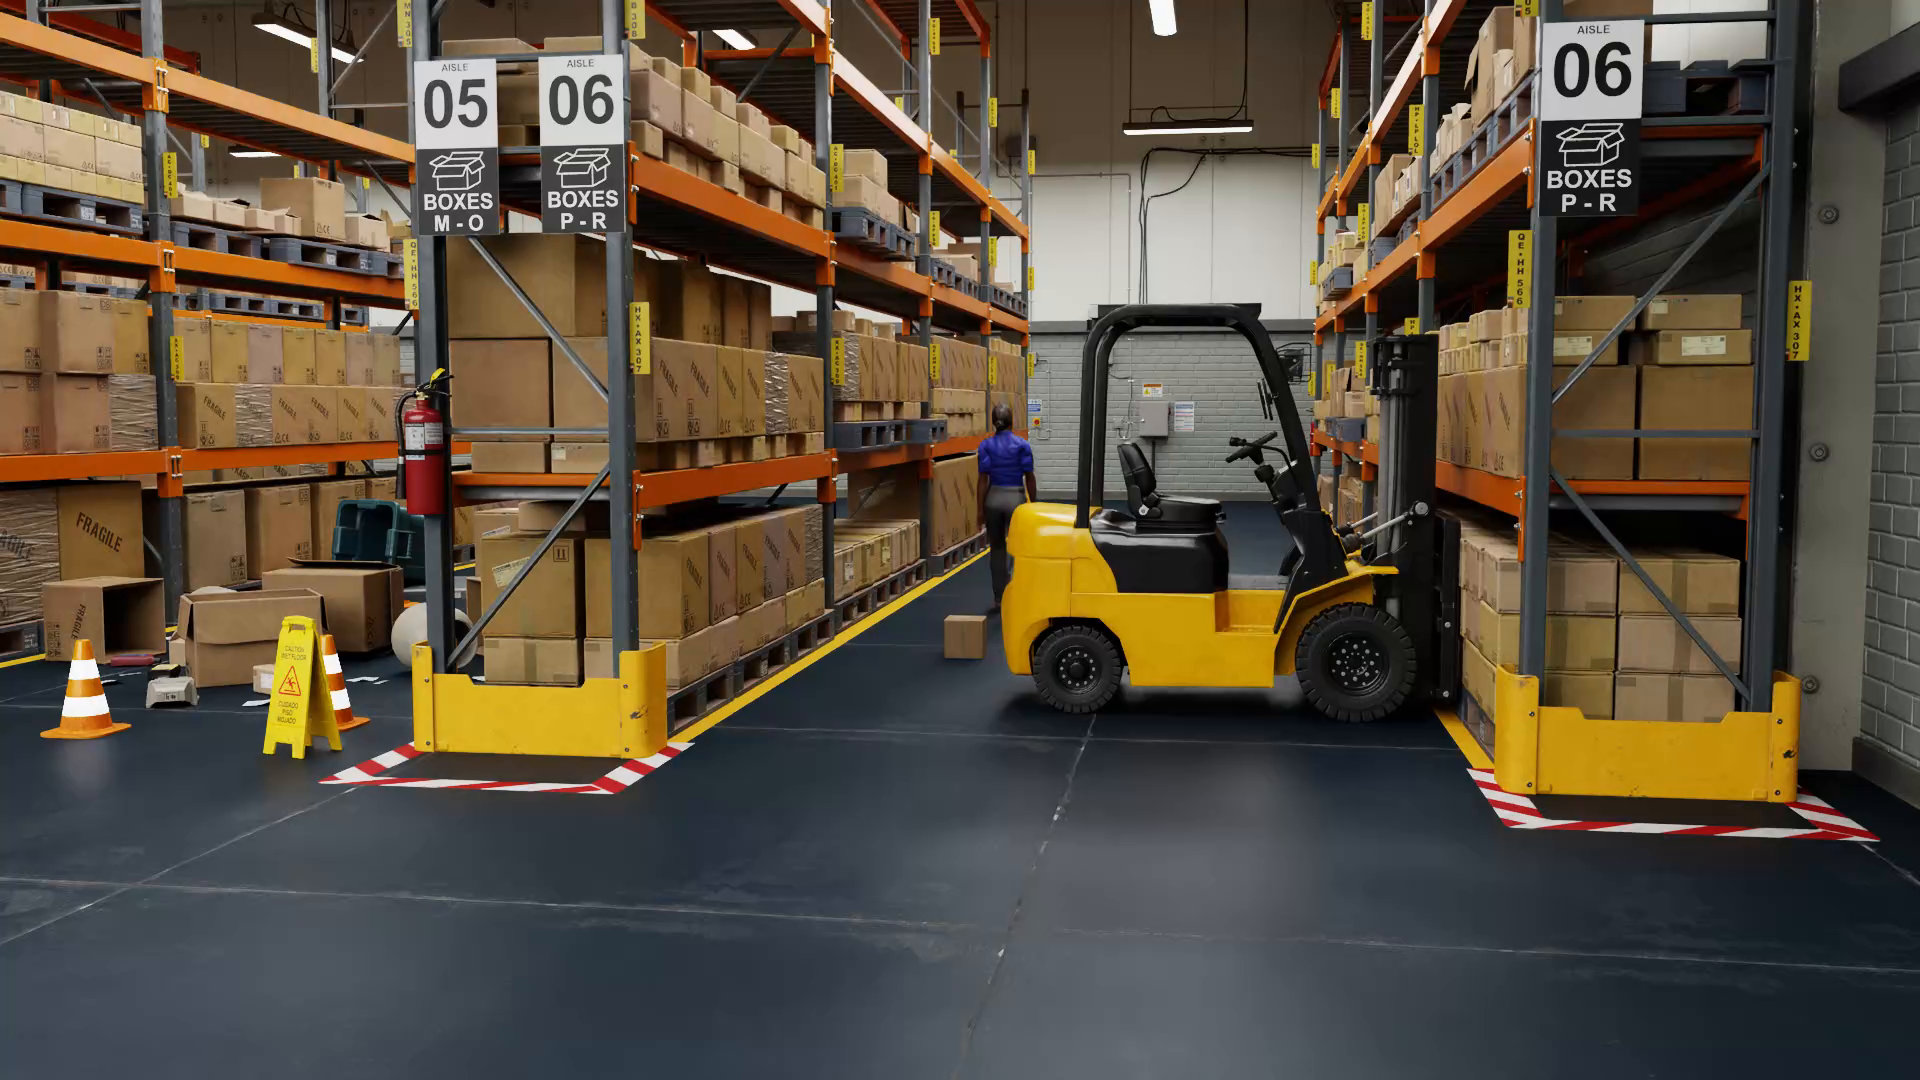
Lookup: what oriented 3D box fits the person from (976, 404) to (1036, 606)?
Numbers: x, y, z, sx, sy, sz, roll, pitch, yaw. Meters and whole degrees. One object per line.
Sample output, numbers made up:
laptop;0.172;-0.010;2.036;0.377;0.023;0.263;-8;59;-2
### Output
person;0.364;-0.262;13.089;0.462;1.612;0.813;1;5;10
